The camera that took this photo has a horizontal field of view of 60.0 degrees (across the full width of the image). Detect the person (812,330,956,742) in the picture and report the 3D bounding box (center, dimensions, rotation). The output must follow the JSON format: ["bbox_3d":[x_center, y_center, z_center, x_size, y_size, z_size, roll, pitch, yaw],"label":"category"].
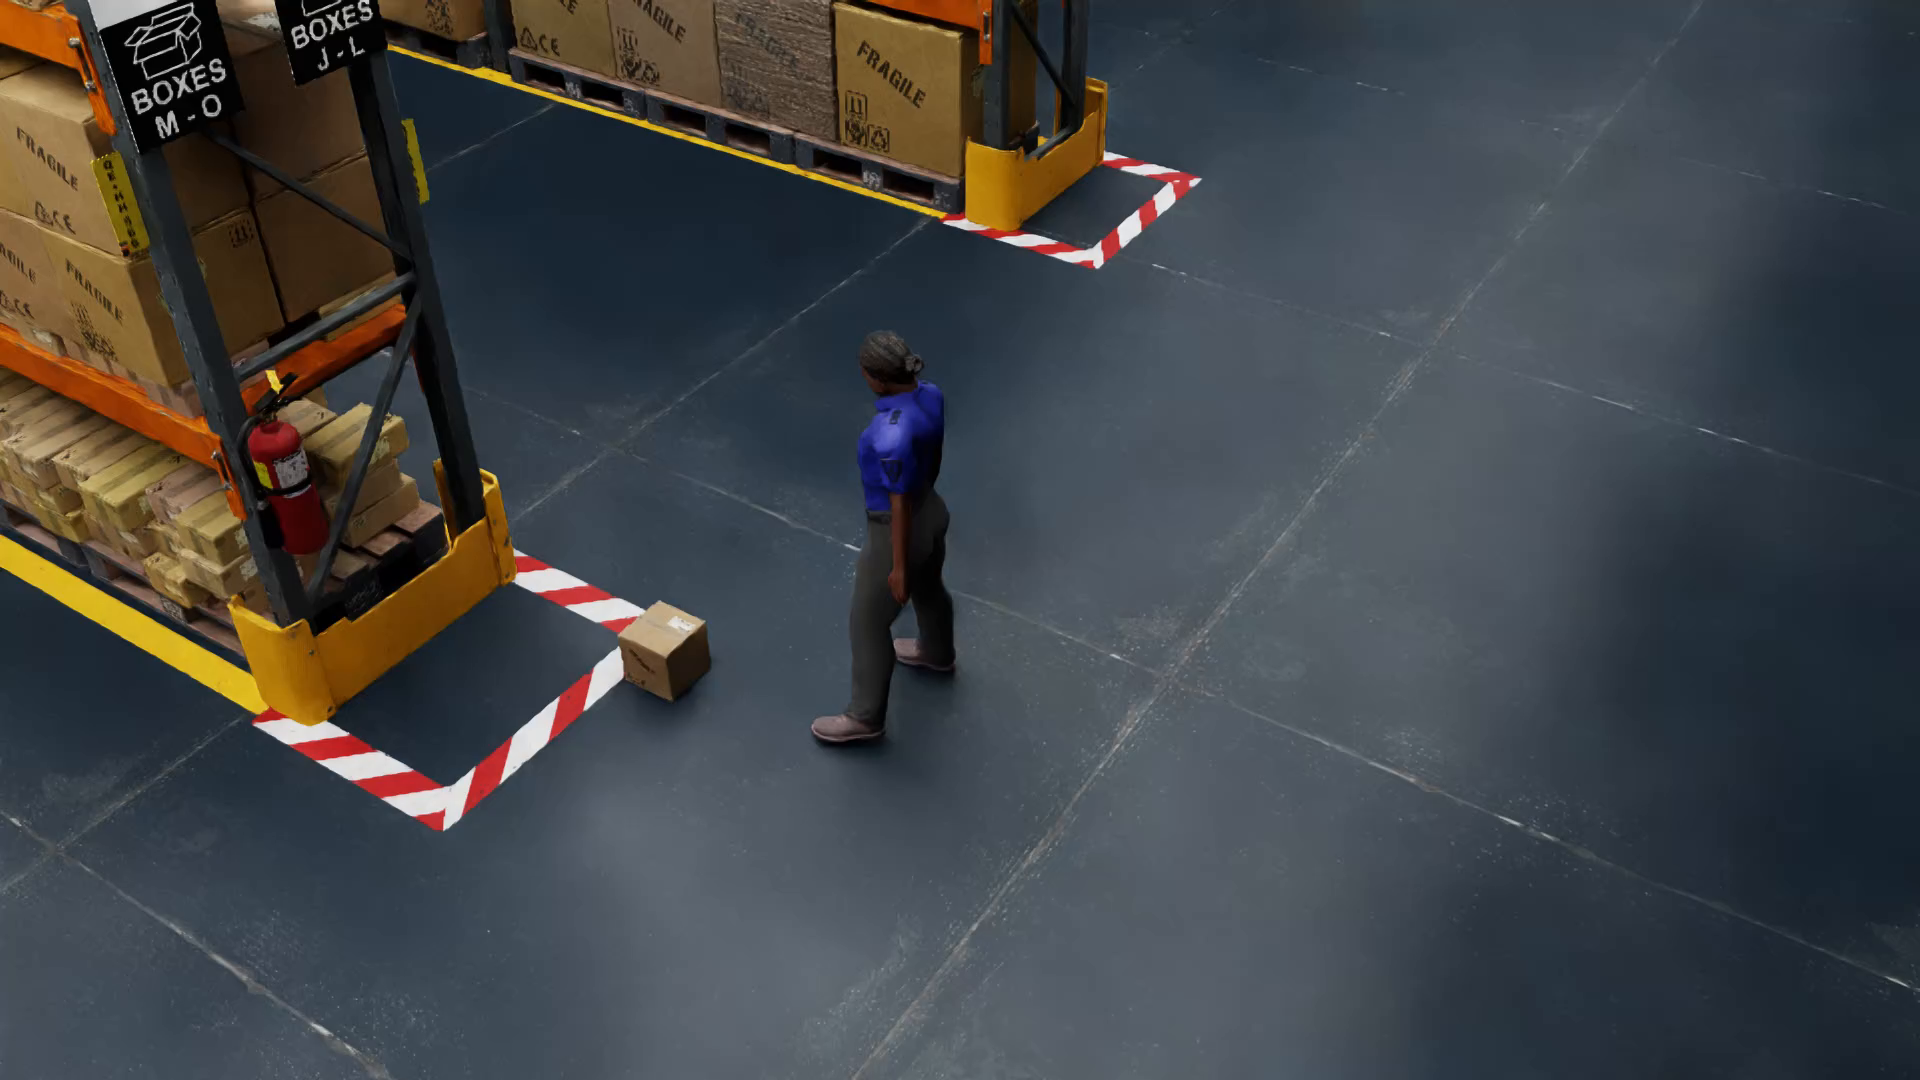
[{"bbox_3d":[-0.290,-0.012,6.151,0.426,1.647,0.649,12,40,14],"label":"person"}]
